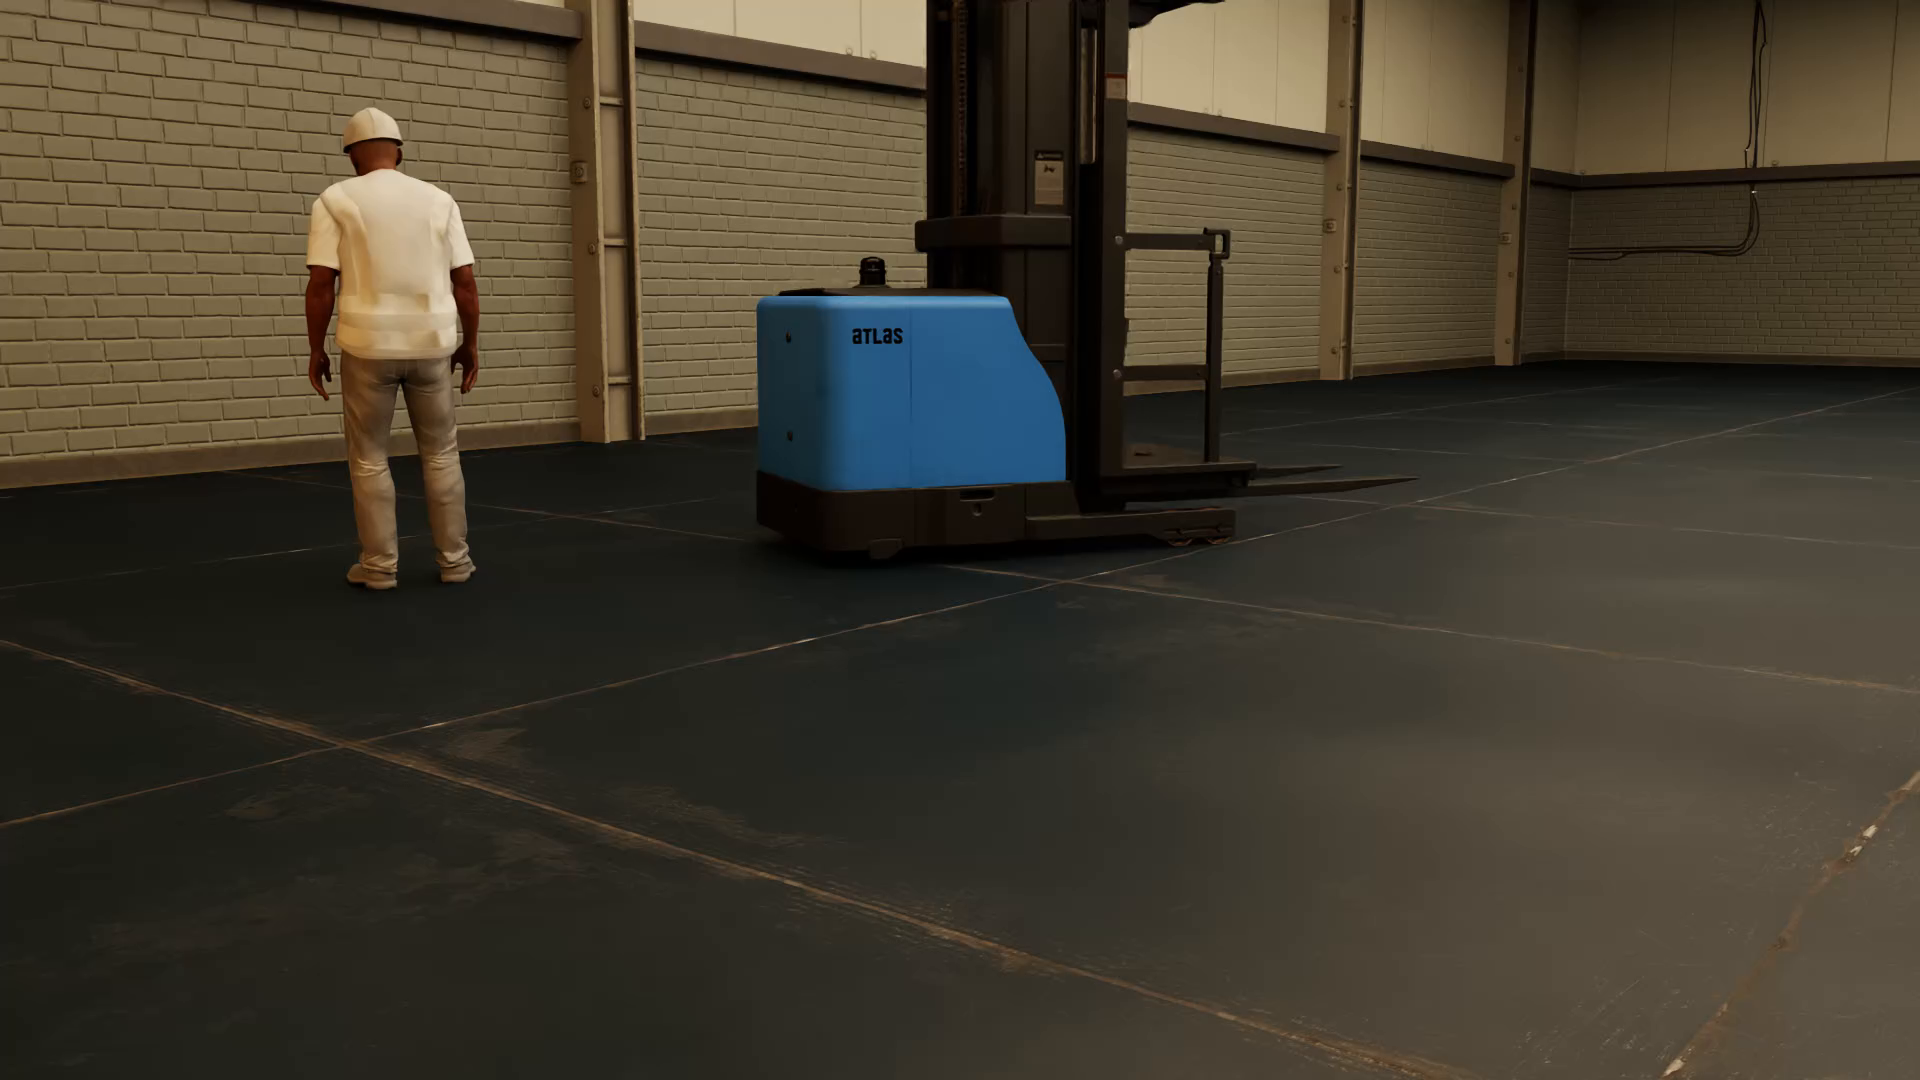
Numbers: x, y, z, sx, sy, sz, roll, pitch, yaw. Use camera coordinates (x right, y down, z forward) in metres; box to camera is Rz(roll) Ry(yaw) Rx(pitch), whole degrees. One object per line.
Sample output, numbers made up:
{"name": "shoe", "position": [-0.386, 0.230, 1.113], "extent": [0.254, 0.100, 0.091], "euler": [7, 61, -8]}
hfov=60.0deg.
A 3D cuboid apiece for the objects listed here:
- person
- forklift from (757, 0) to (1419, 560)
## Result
{"name": "person", "position": [-2.103, -0.707, 6.179], "extent": [0.626, 1.759, 0.464], "euler": [-5, 10, -31]}
{"name": "forklift", "position": [0.659, -1.484, 7.422], "extent": [3.031, 2.935, 1.130], "euler": [-4, 9, -23]}
